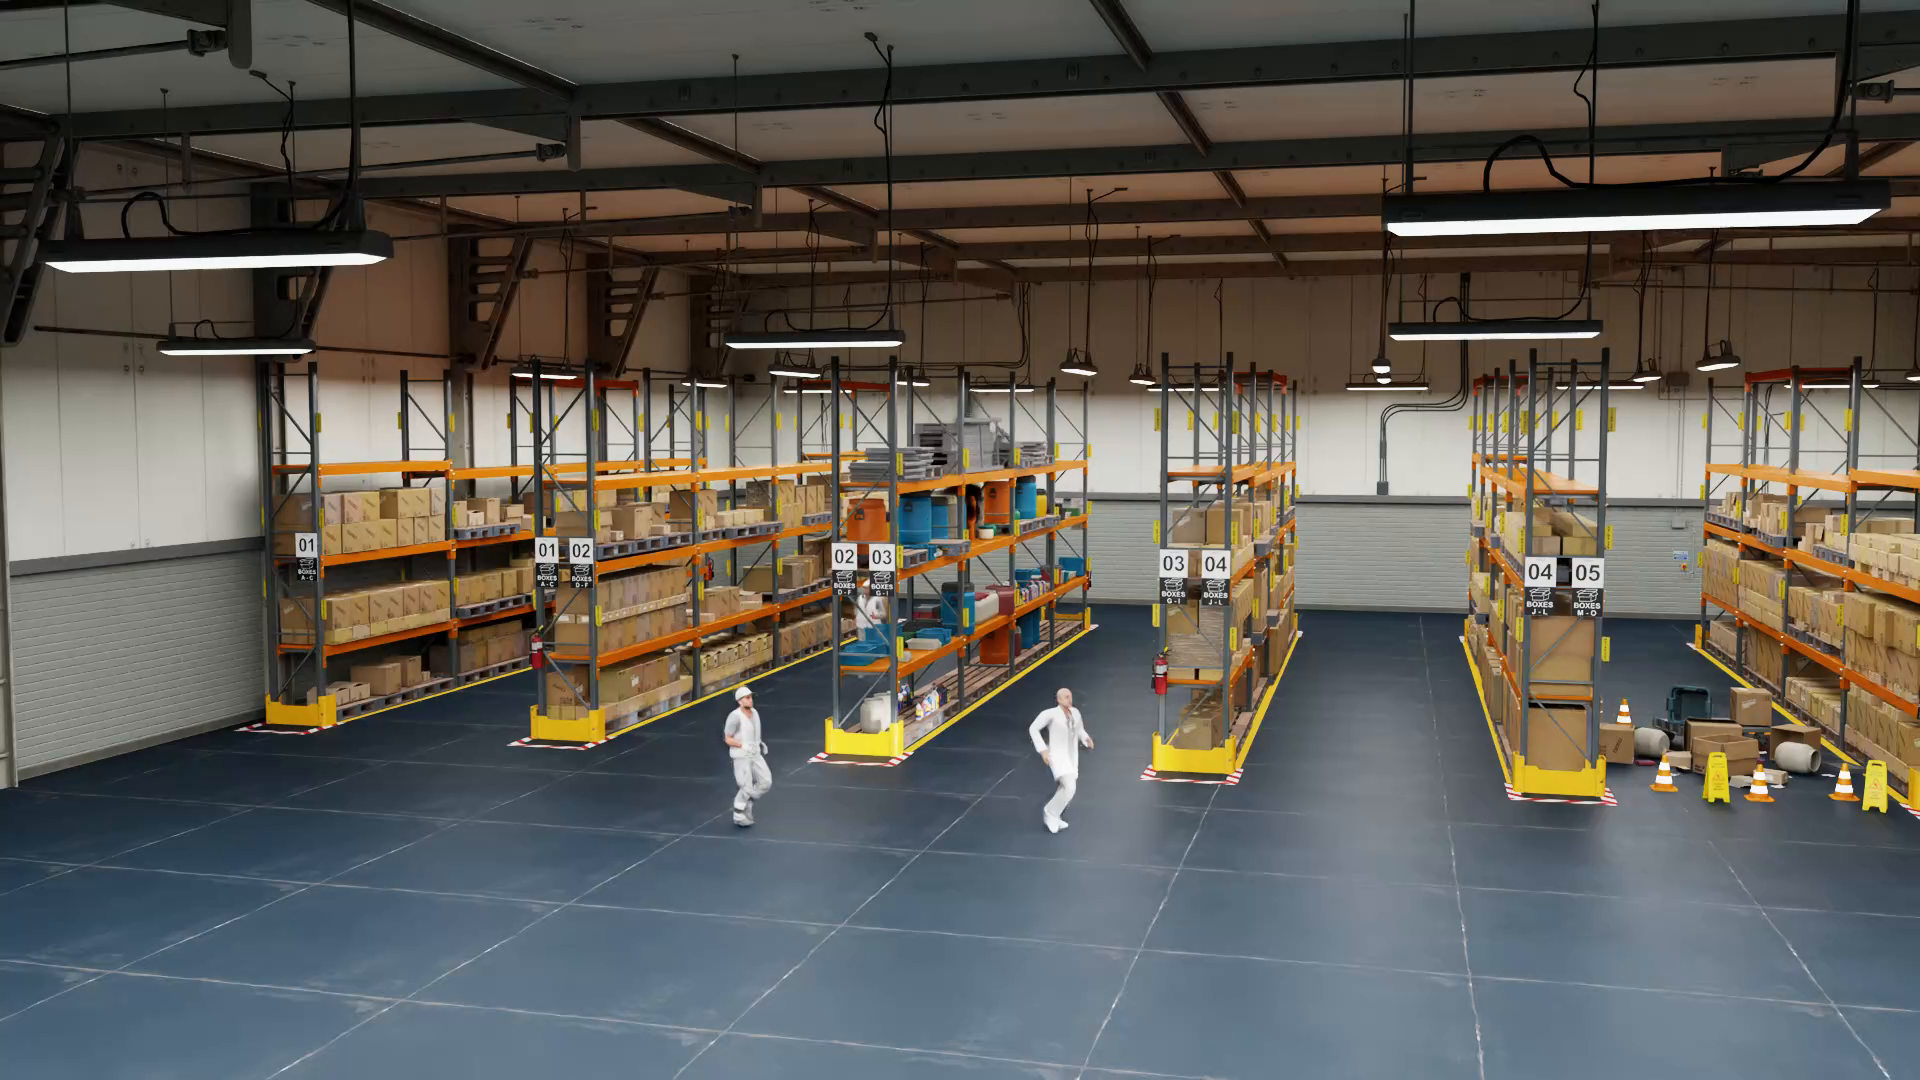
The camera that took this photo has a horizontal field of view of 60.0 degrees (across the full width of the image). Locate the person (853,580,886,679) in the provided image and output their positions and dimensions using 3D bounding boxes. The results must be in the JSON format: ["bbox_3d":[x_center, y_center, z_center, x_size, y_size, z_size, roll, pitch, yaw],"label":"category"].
[{"bbox_3d":[-1.707,1.645,30.957,0.662,1.804,0.886,1,4,10],"label":"person"}]

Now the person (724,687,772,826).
[{"bbox_3d":[-2.584,2.675,20.509,0.574,1.740,0.628,3,5,38],"label":"person"}]

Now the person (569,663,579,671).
[{"bbox_3d":[-6.815,2.063,29.958,0.653,1.692,0.627,1,4,13],"label":"person"}]

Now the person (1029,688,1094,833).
[{"bbox_3d":[1.291,2.694,20.368,0.709,1.767,0.714,-4,5,-43],"label":"person"}]
